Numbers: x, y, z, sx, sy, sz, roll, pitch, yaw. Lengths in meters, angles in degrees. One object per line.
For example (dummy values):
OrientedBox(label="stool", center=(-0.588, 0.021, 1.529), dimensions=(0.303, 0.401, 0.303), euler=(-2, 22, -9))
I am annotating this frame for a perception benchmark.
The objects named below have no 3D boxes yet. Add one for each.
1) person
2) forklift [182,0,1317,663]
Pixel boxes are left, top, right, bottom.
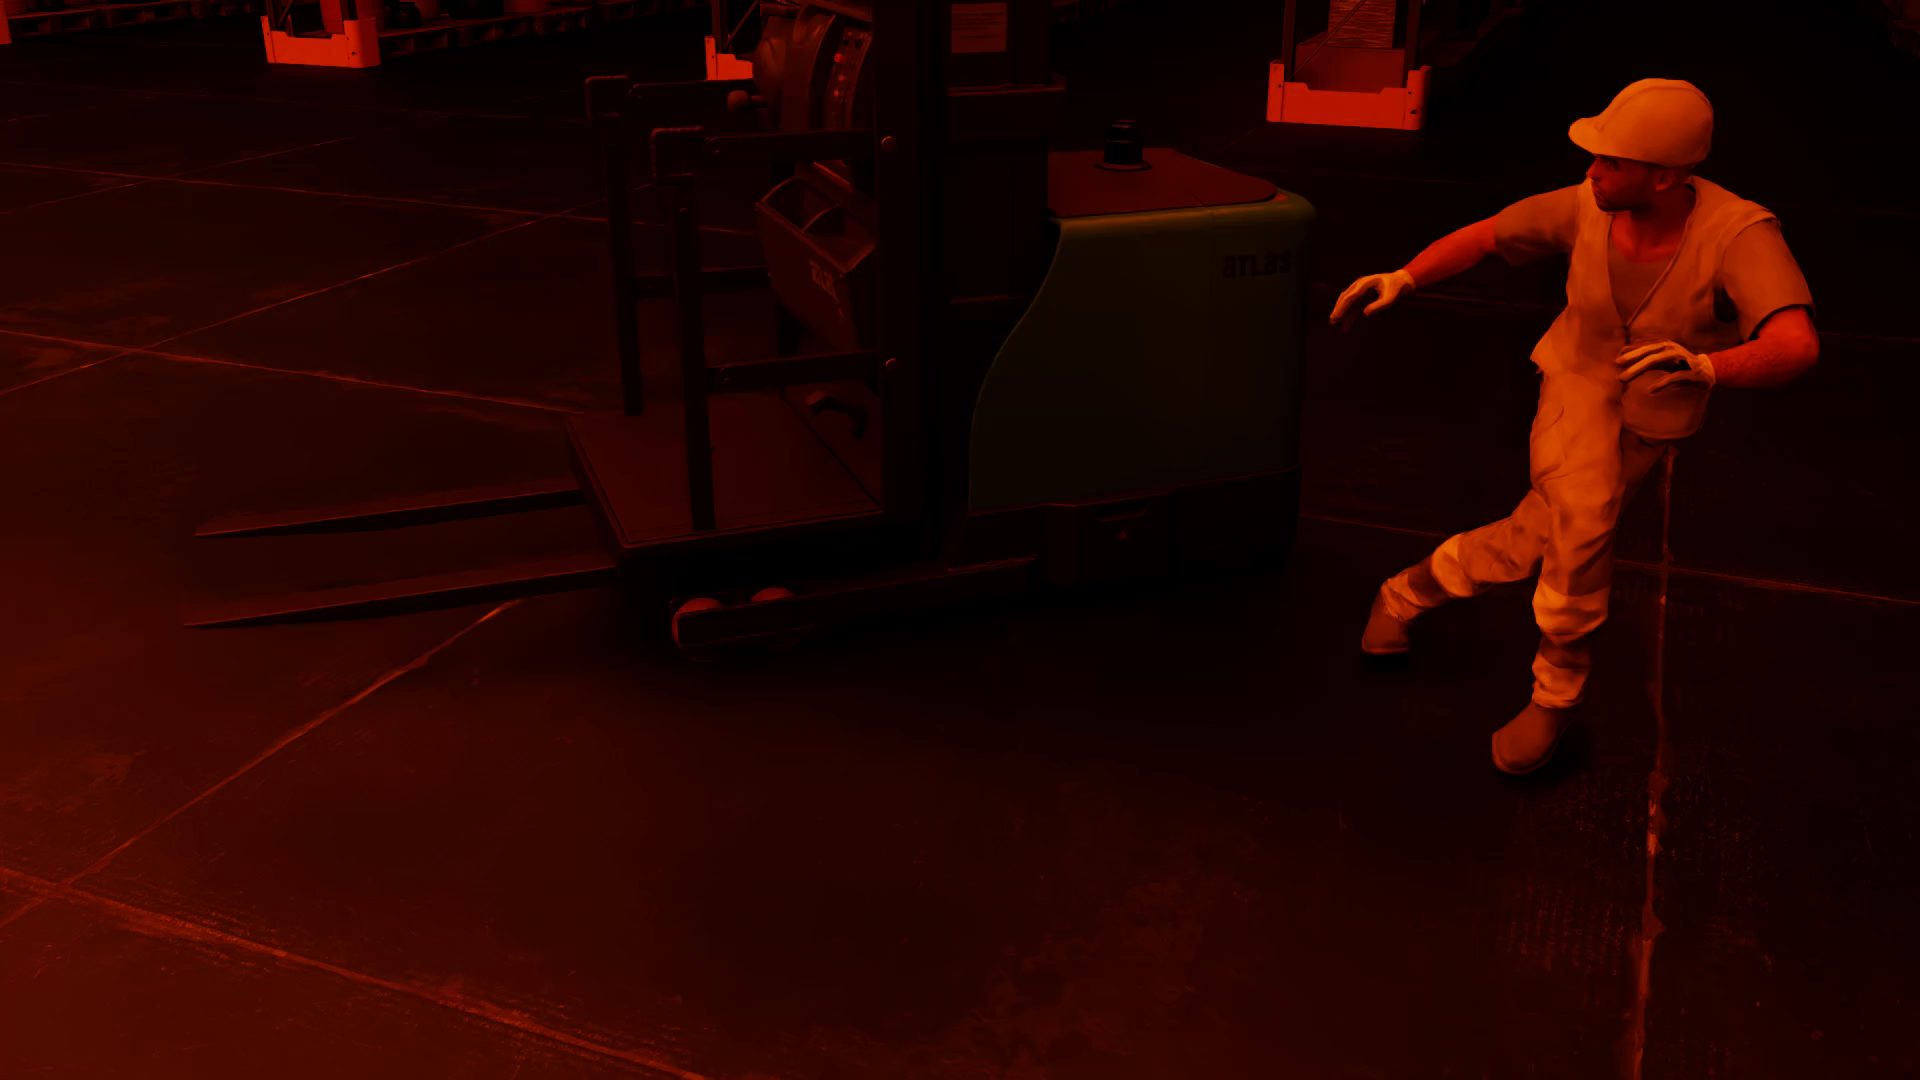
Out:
OrientedBox(label="person", center=(1.298, -0.263, 3.709), dimensions=(1.000, 1.517, 0.946), euler=(9, 24, 20))
OrientedBox(label="forklift", center=(-0.577, -1.262, 4.312), dimensions=(3.031, 2.935, 1.130), euler=(-8, 24, -19))
